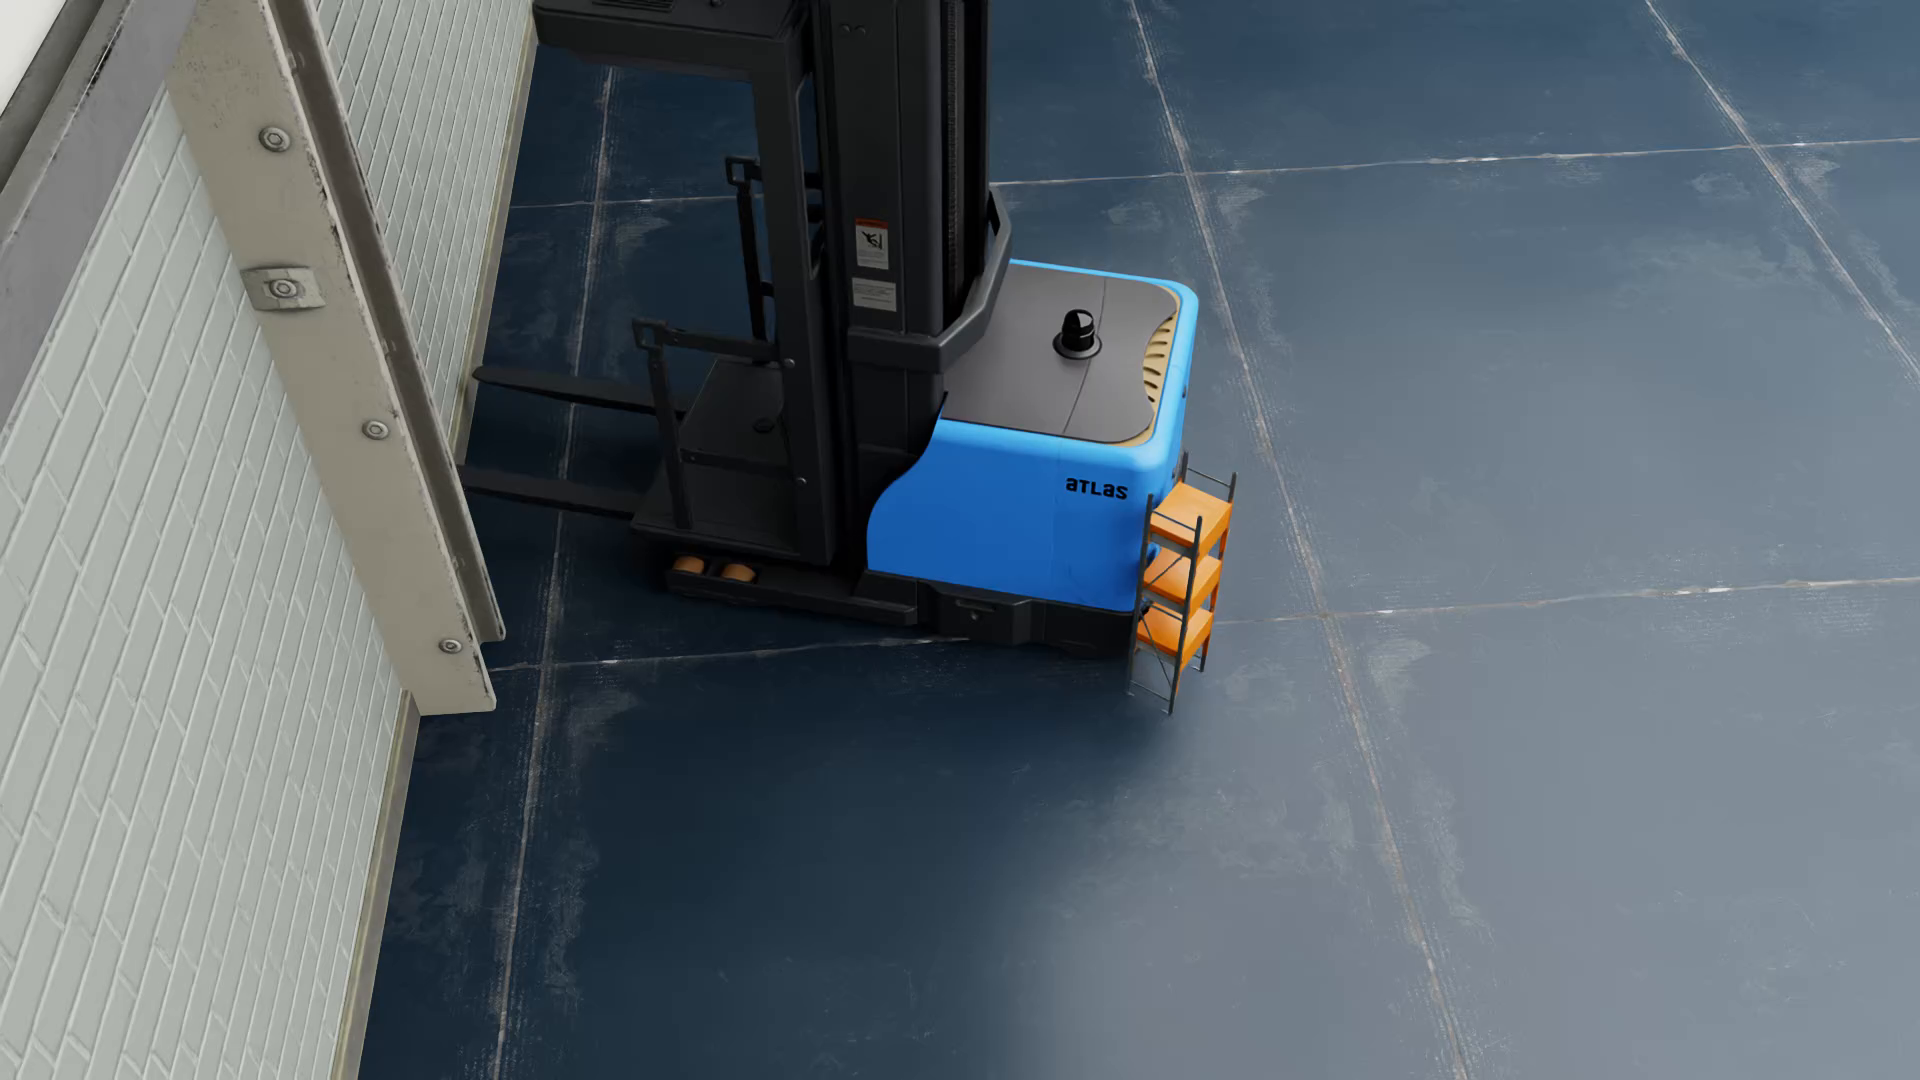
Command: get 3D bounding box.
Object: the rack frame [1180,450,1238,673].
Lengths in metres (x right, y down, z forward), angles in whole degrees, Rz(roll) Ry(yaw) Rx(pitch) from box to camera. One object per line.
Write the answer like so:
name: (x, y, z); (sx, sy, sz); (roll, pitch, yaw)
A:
rack frame: (0.837, 0.100, 5.932); (0.200, 1.050, 0.008); (26, 52, 22)

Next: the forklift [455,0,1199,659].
forklift: (-0.673, -1.119, 5.791); (3.031, 2.935, 1.130); (9, 47, 9)

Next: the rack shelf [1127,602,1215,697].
rack shelf: (0.769, 0.372, 6.072); (0.215, 0.259, 0.240); (26, 52, 22)

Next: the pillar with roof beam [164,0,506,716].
pillar with roof beam: (2.399, -2.859, 3.260); (9.100, 9.000, 0.400); (-3, 47, -3)

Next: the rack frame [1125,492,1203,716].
rack frame: (0.701, 0.247, 5.793); (0.200, 1.050, 0.008); (26, 52, 22)

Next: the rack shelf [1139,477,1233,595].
rack shelf: (0.769, -0.014, 5.664); (0.215, 0.259, 0.240); (26, 52, 22)

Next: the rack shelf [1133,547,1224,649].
rack shelf: (0.769, 0.181, 5.870); (0.215, 0.259, 0.240); (26, 52, 22)

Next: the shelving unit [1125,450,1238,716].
shelving unit: (0.769, 0.173, 5.862); (0.215, 1.050, 0.252); (26, 52, 22)
